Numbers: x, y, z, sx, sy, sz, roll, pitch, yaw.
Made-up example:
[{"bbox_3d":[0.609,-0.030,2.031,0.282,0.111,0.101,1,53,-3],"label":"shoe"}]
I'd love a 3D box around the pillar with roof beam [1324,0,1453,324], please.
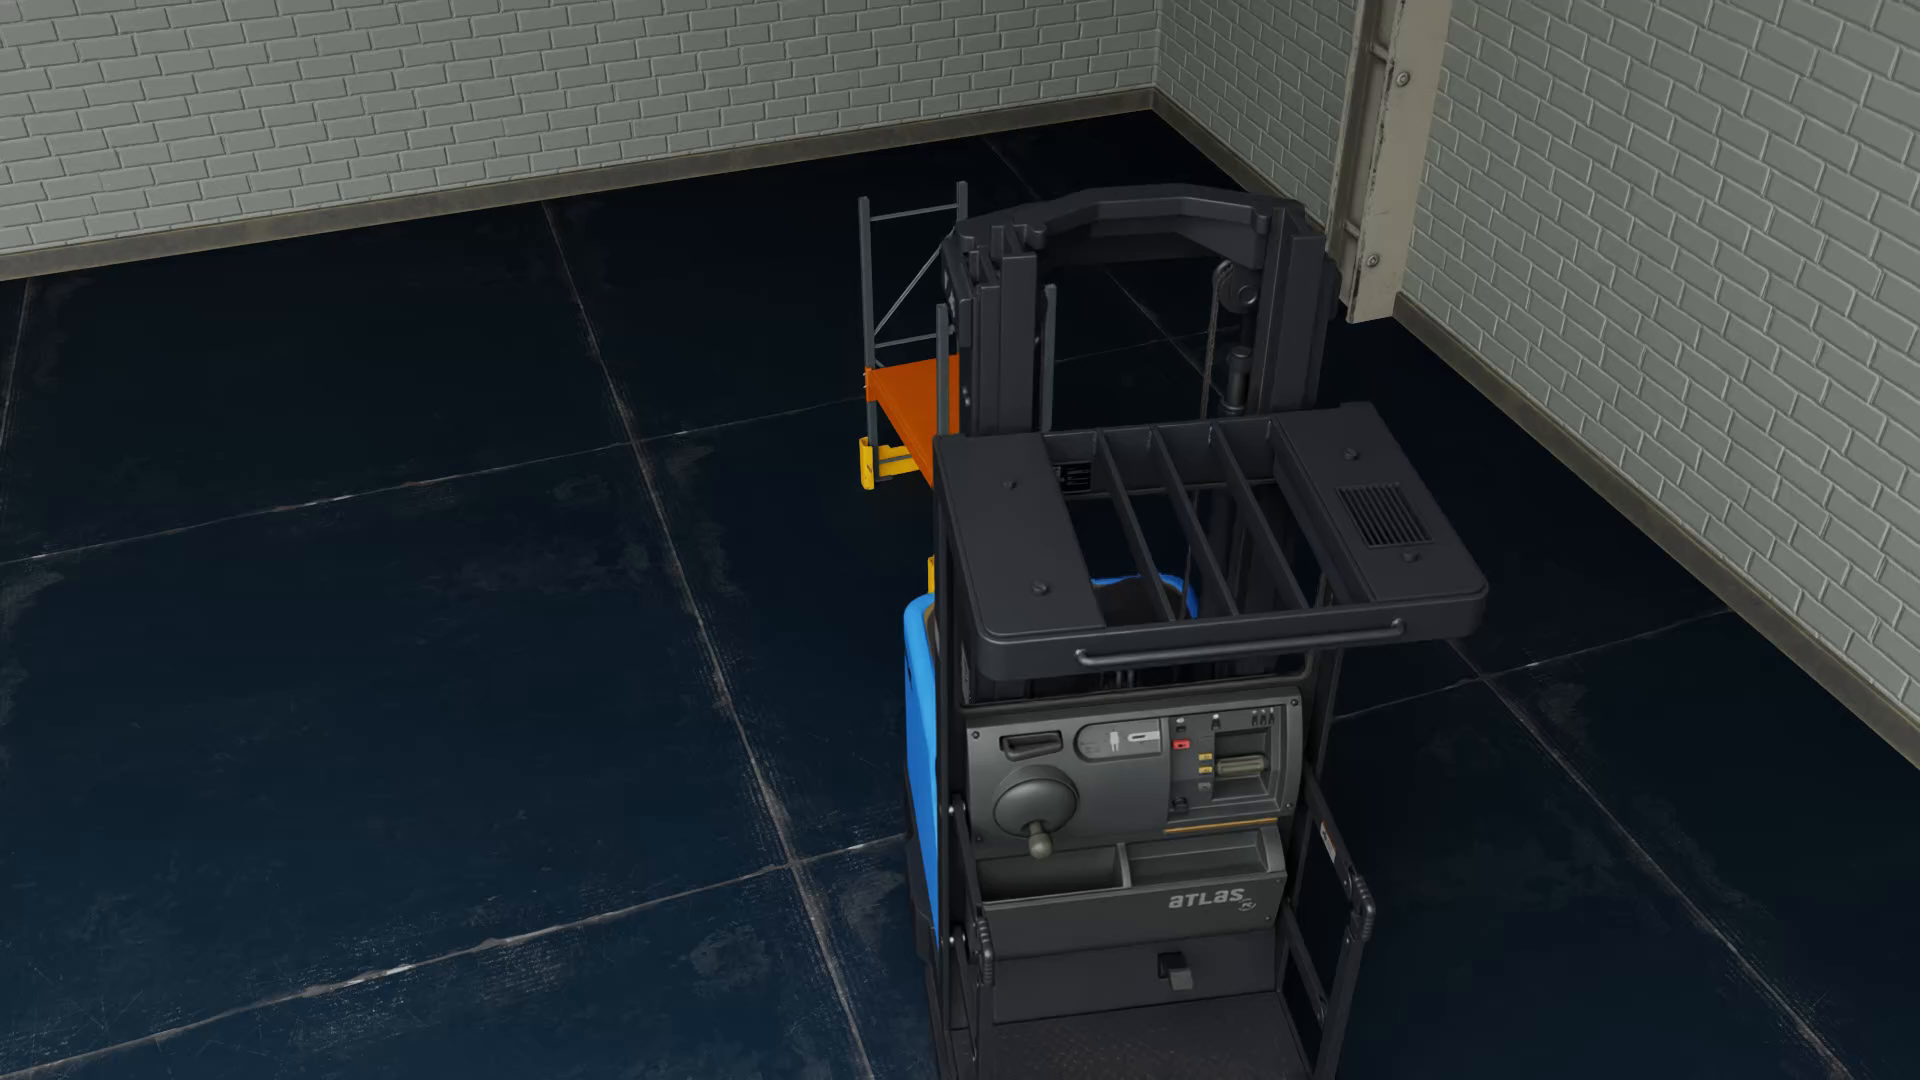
[{"bbox_3d":[-1.769,-4.063,5.665,9.100,9.000,0.400,-12,39,-16],"label":"pillar with roof beam"}]

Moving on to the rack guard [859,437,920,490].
[{"bbox_3d":[-0.198,-0.424,8.105,0.587,0.250,0.087,-12,39,-16],"label":"rack guard"}]

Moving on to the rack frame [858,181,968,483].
[{"bbox_3d":[-0.204,-0.934,7.744,0.500,1.500,0.032,-12,39,-16],"label":"rack frame"}]

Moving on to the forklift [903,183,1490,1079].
[{"bbox_3d":[0.514,0.707,4.375,1.130,2.935,3.031,-5,37,-7],"label":"forklift"}]

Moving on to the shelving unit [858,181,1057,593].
[{"bbox_3d":[-0.026,-0.642,7.356,0.587,1.500,1.083,-12,39,-16],"label":"shelving unit"}]

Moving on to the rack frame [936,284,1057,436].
[{"bbox_3d":[0.146,-0.360,6.981,0.500,1.500,0.032,-12,39,-16],"label":"rack frame"}]

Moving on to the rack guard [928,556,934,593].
[{"bbox_3d":[0.145,0.138,7.358,0.587,0.250,0.087,-12,39,-16],"label":"rack guard"}]

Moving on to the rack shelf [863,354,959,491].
[{"bbox_3d":[-0.029,-0.504,7.471,0.538,0.185,1.000,-12,39,-16],"label":"rack shelf"}]
